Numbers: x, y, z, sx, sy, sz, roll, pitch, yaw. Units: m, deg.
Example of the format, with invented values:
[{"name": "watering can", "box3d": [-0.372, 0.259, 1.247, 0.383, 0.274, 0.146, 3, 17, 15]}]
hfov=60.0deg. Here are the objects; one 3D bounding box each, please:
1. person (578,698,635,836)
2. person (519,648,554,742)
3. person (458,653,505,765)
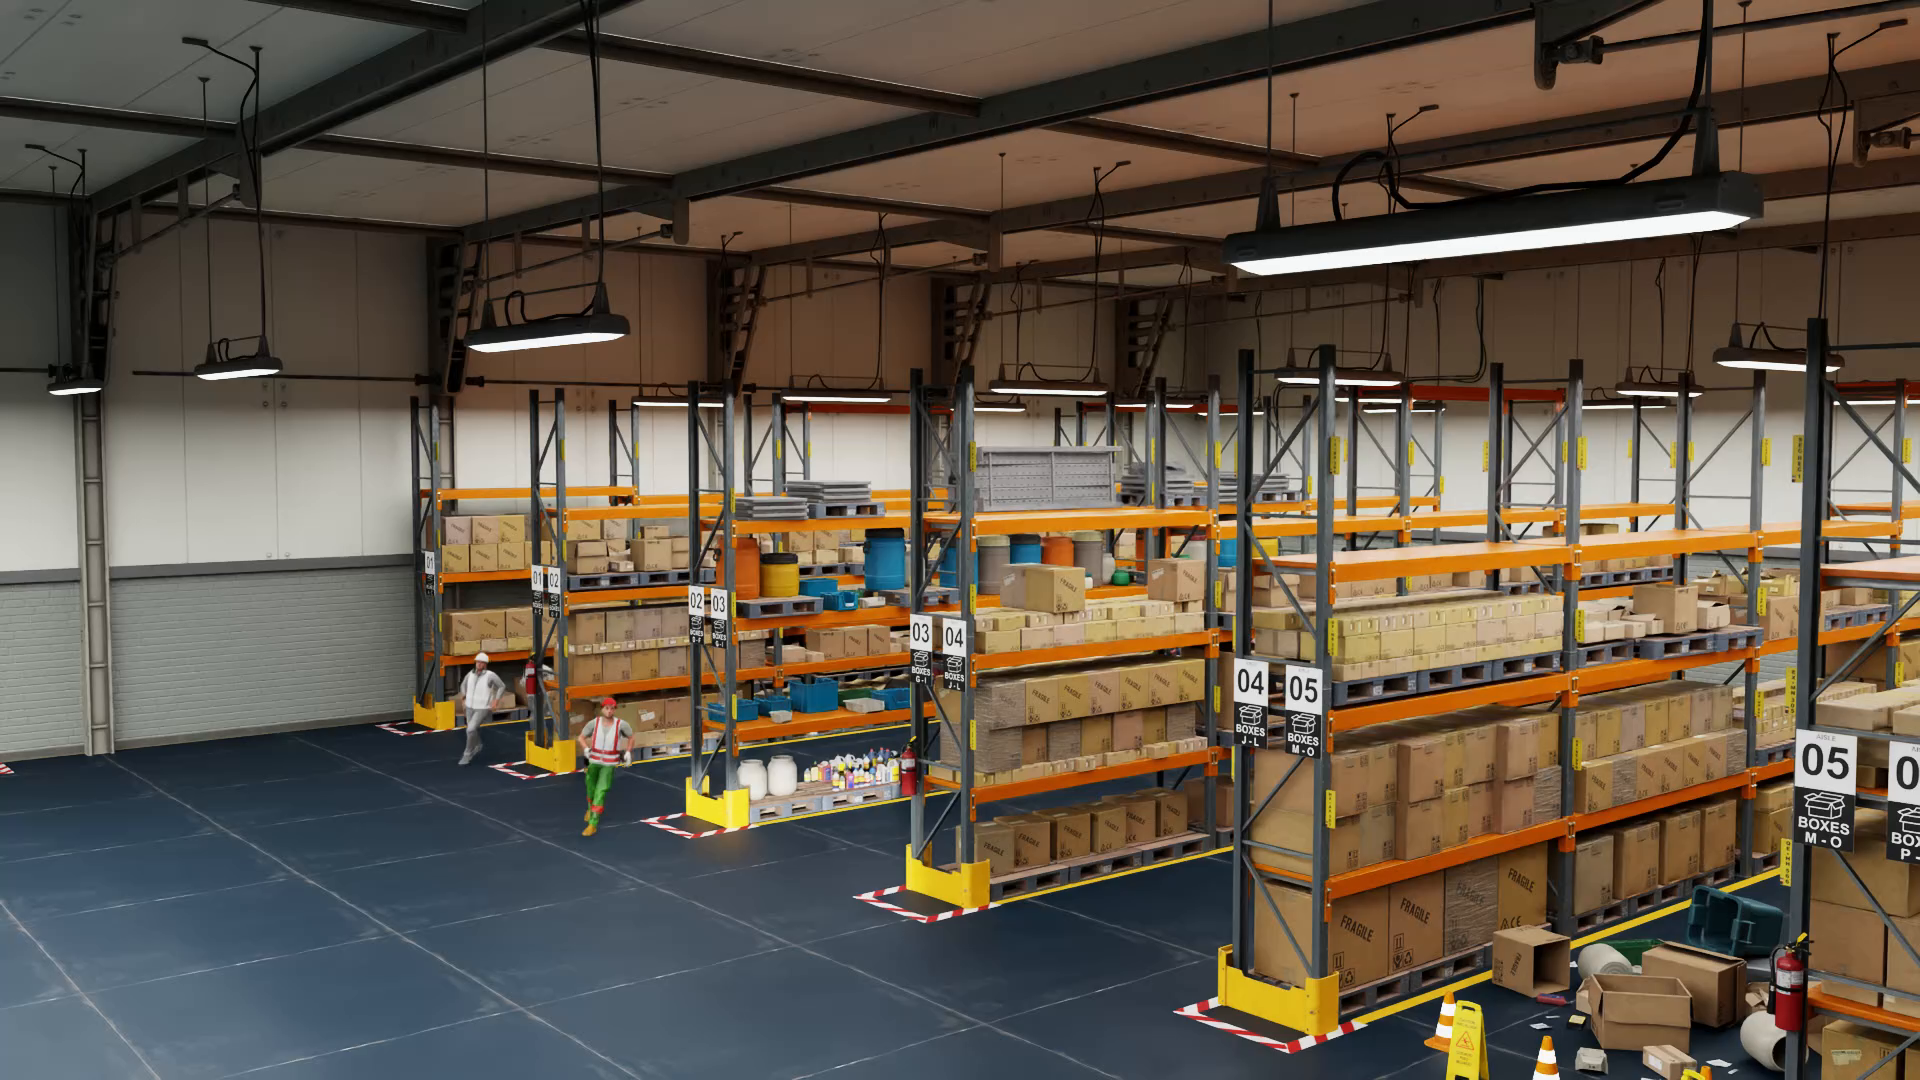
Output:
[{"name": "person", "box3d": [-4.716, 2.965, 22.061, 0.717, 1.753, 0.985, 0, 3, 0]}, {"name": "person", "box3d": [-7.091, 2.676, 27.828, 0.604, 1.762, 0.701, 2, 4, 33]}, {"name": "person", "box3d": [-7.774, 2.715, 26.865, 0.734, 1.800, 0.753, 1, 4, 19]}]
